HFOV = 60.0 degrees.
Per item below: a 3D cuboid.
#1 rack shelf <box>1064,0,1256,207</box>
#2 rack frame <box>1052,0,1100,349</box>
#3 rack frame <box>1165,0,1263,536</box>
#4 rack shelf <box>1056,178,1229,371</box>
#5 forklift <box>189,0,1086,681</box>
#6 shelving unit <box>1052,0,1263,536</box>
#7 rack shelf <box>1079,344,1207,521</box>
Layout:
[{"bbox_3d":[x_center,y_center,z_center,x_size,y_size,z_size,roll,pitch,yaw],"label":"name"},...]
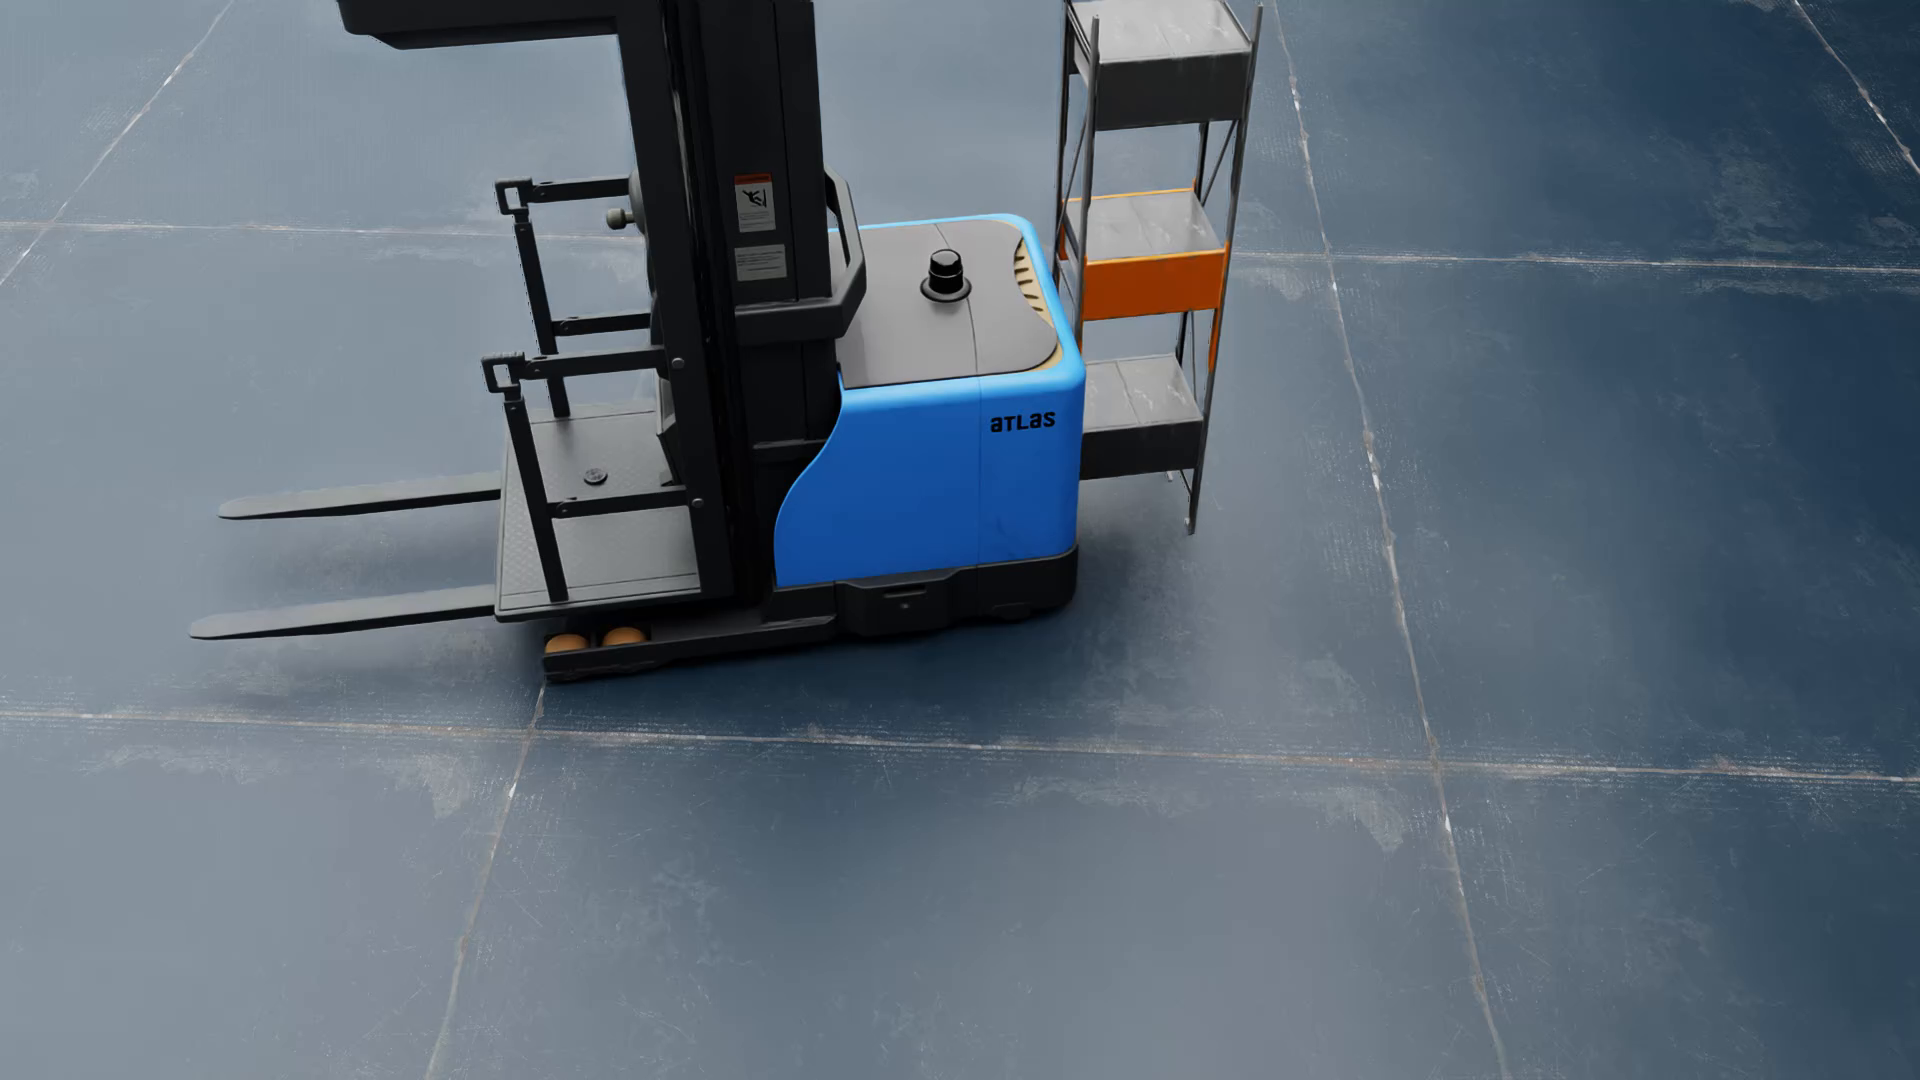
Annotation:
[{"bbox_3d":[0.603,-1.396,5.201,0.480,0.518,0.431,-6,43,-7],"label":"rack shelf"},{"bbox_3d":[0.362,-0.866,5.640,0.015,2.100,0.400,-6,43,-7],"label":"rack frame"},{"bbox_3d":[0.844,-0.921,5.698,0.015,2.100,0.400,-6,43,-7],"label":"rack frame"},{"bbox_3d":[0.603,-0.883,5.678,0.480,0.518,0.431,-6,43,-7],"label":"rack shelf"},{"bbox_3d":[-1.148,-0.978,5.150,3.031,2.935,1.130,-6,43,-7],"label":"forklift"},{"bbox_3d":[0.603,-0.893,5.669,0.503,2.100,0.431,-6,43,-7],"label":"shelving unit"},{"bbox_3d":[0.603,-0.371,6.155,0.480,0.518,0.431,-6,43,-7],"label":"rack shelf"}]
